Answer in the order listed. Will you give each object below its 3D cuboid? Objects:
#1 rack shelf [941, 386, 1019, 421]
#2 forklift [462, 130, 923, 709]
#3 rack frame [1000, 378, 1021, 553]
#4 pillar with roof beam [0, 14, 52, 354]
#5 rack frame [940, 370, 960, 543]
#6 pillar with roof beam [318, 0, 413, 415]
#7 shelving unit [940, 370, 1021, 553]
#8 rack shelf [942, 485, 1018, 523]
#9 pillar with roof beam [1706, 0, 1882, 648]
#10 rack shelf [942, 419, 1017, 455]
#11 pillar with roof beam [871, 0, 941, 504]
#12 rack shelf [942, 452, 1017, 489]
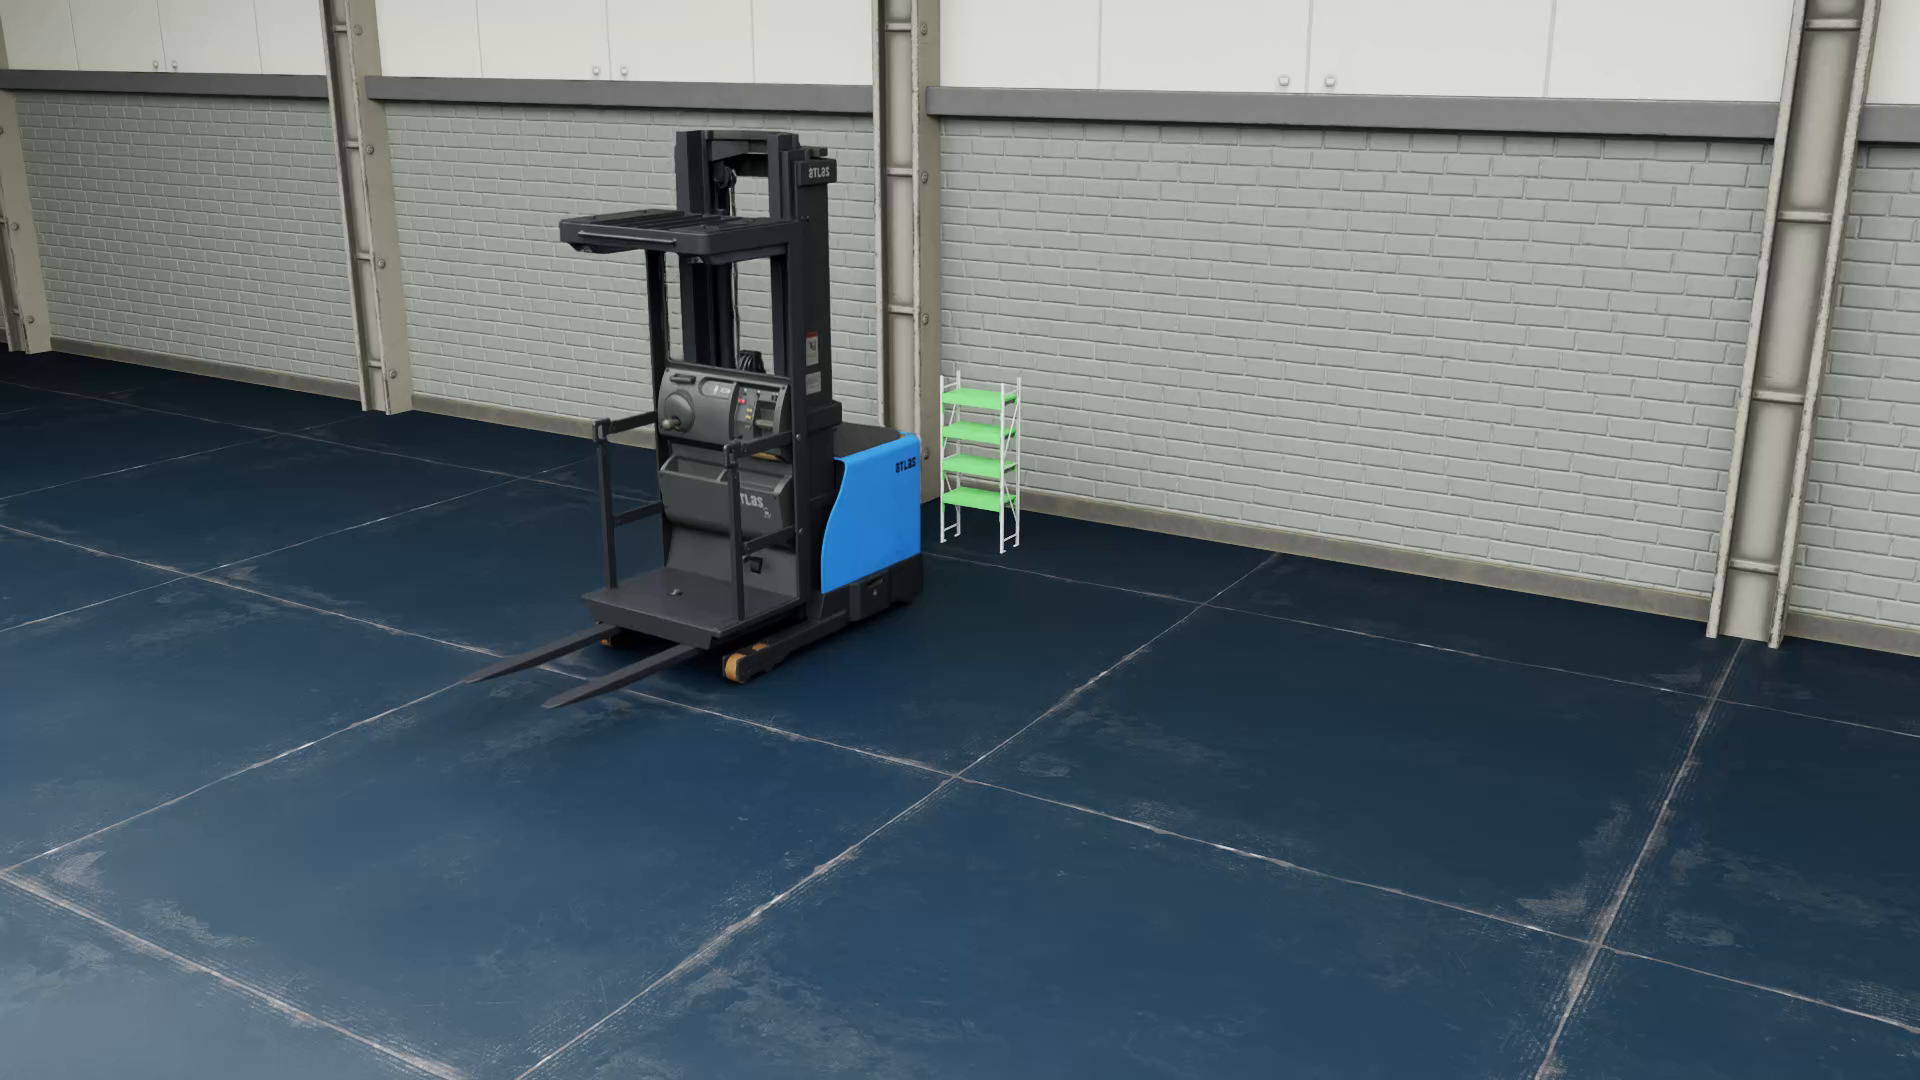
[{"bbox_3d":[0.141,-0.947,11.503,0.480,0.148,0.258,10,20,30],"label":"rack shelf"},{"bbox_3d":[-1.480,-0.763,9.350,1.130,2.935,3.031,11,20,33],"label":"forklift"},{"bbox_3d":[0.349,-0.512,11.502,0.015,1.200,0.240,10,20,30],"label":"rack frame"},{"bbox_3d":[-12.868,-5.407,14.198,0.400,9.000,9.100,10,20,30],"label":"pillar with roof beam"},{"bbox_3d":[-0.067,-0.586,11.746,0.015,1.200,0.240,10,20,30],"label":"rack frame"},{"bbox_3d":[-7.755,-4.494,11.193,0.400,9.000,9.100,10,20,30],"label":"pillar with roof beam"},{"bbox_3d":[0.141,-0.549,11.624,0.503,1.200,0.258,10,20,30],"label":"shelving unit"},{"bbox_3d":[0.141,-0.258,11.712,0.480,0.148,0.258,10,20,30],"label":"rack shelf"},{"bbox_3d":[2.470,-2.669,5.184,0.400,9.000,9.100,10,20,30],"label":"pillar with roof beam"},{"bbox_3d":[0.141,-0.717,11.573,0.480,0.148,0.258,10,20,30],"label":"rack shelf"},{"bbox_3d":[-2.642,-3.581,8.189,0.400,9.000,9.100,10,20,30],"label":"pillar with roof beam"},{"bbox_3d":[0.141,-0.488,11.643,0.480,0.148,0.258,10,20,30],"label":"rack shelf"}]
